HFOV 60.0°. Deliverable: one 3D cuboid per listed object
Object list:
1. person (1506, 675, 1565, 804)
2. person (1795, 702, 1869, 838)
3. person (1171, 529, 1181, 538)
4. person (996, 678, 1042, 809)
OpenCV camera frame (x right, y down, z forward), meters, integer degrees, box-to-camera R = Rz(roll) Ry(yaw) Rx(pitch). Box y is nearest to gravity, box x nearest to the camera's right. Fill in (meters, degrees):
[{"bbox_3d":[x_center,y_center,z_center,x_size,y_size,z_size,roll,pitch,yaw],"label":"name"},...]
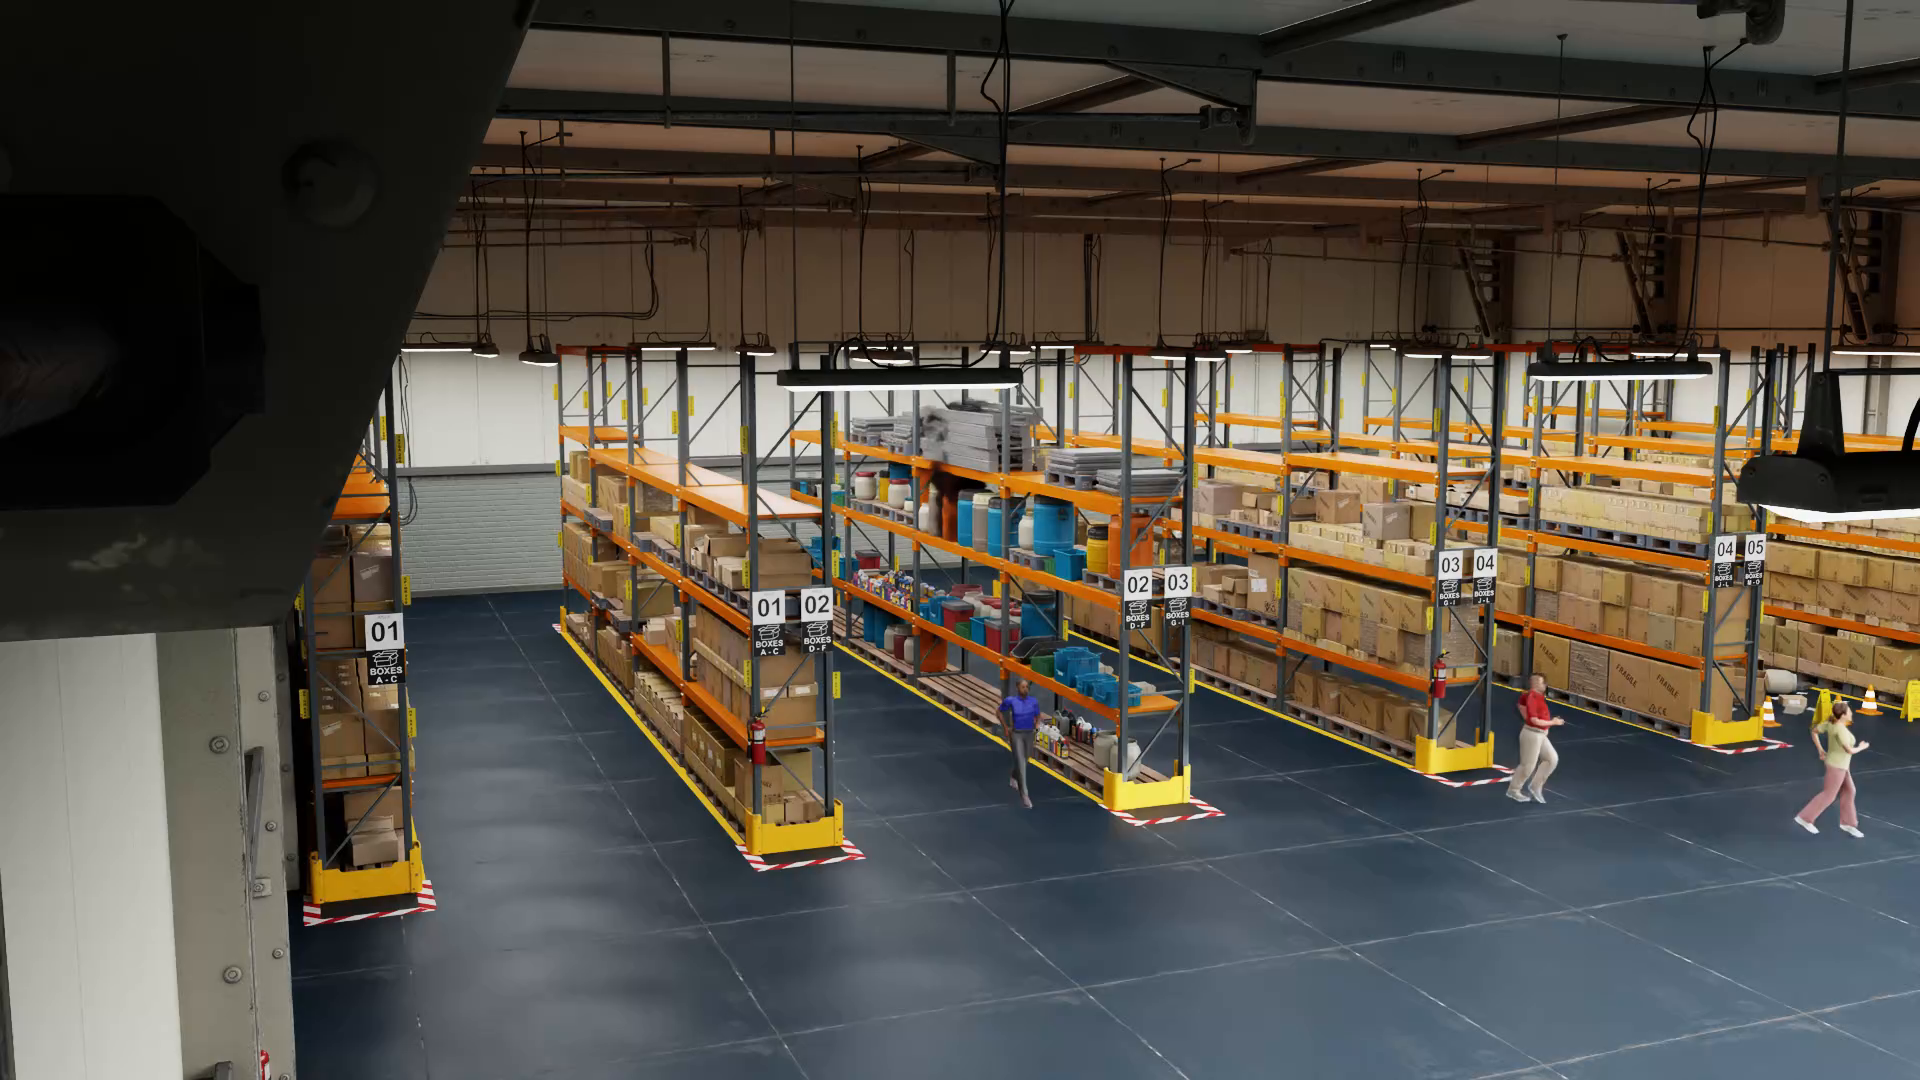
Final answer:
[{"bbox_3d":[7.710,2.678,22.226,0.704,1.770,0.665,4,8,28],"label":"person"},{"bbox_3d":[10.885,2.867,20.717,0.831,1.721,0.576,2,7,14],"label":"person"},{"bbox_3d":[5.188,0.206,41.520,0.826,1.732,0.787,-1,7,-5],"label":"person"},{"bbox_3d":[0.826,2.684,22.362,0.584,1.667,0.886,-3,8,-21],"label":"person"}]
